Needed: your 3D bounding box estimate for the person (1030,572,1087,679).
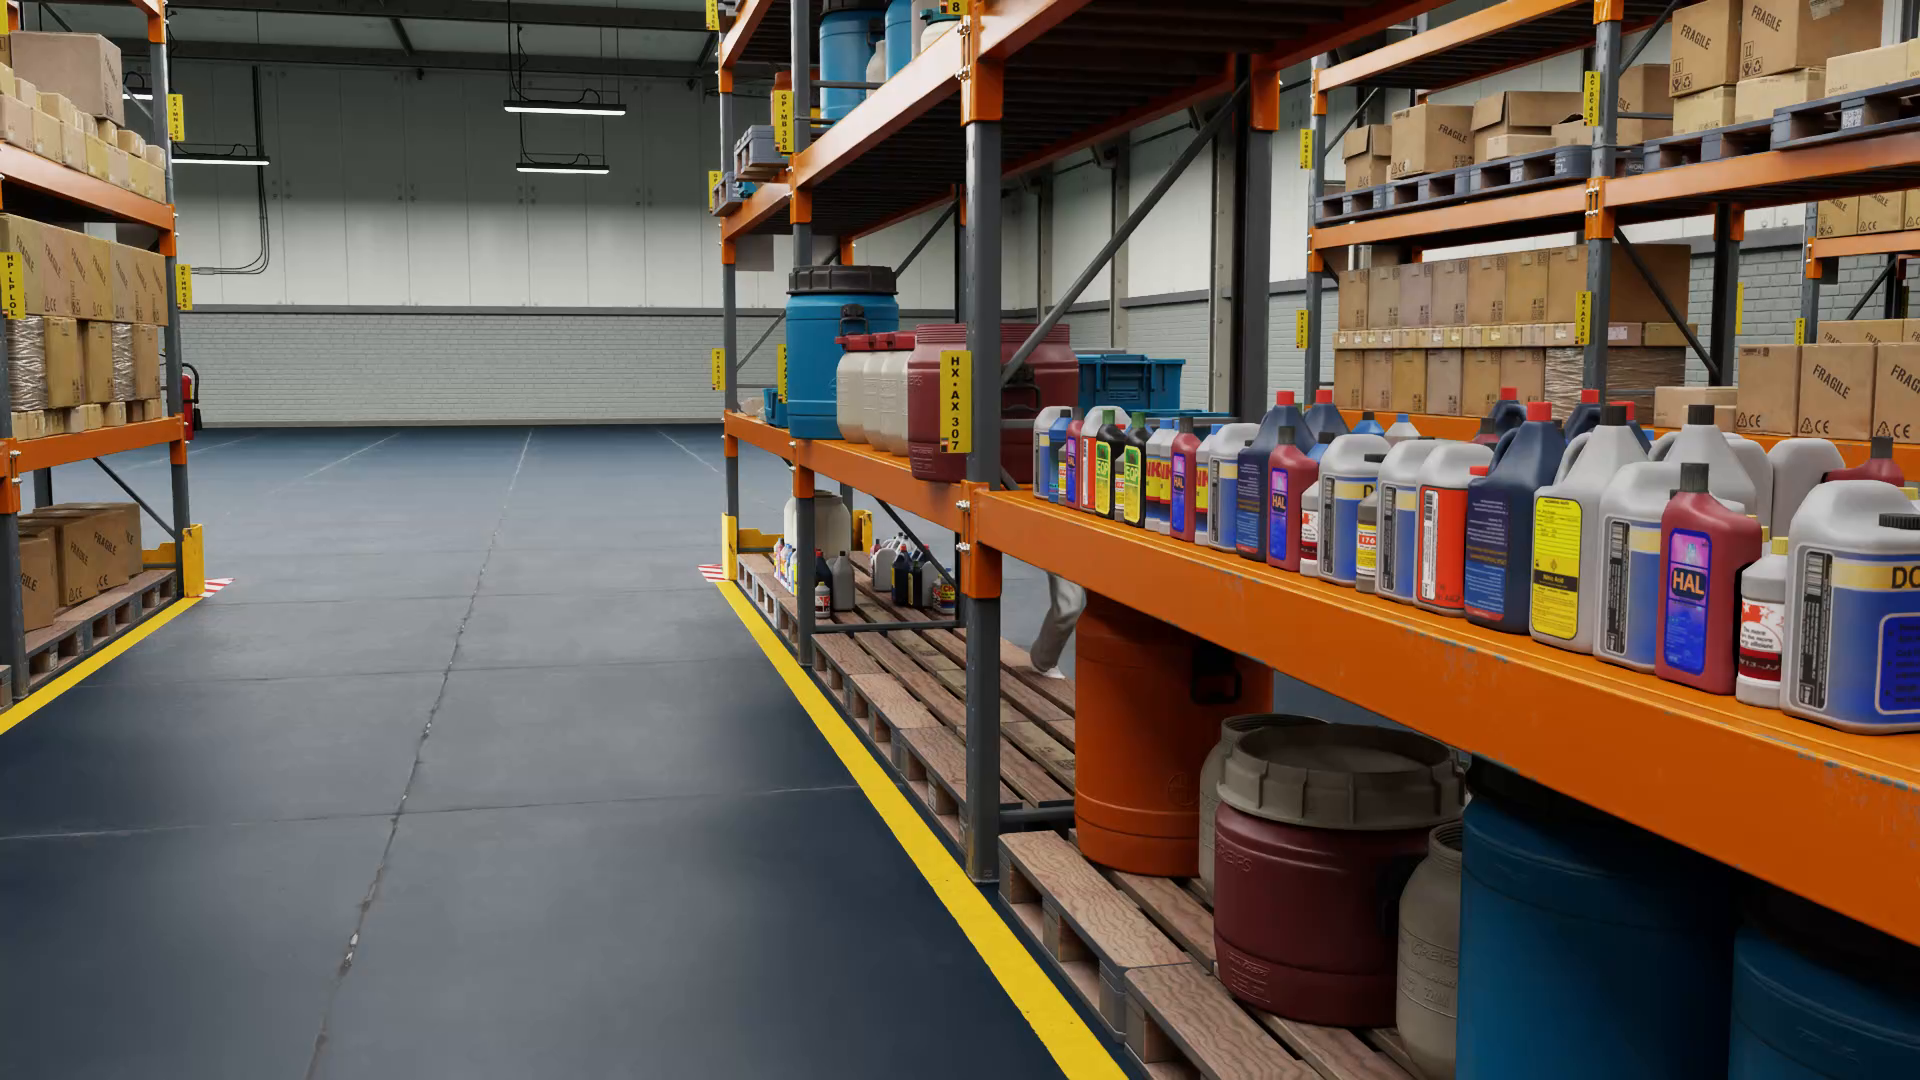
[{"bbox_3d":[0.580,0.032,7.915,0.443,1.658,0.531,-1,6,-12],"label":"person"}]
